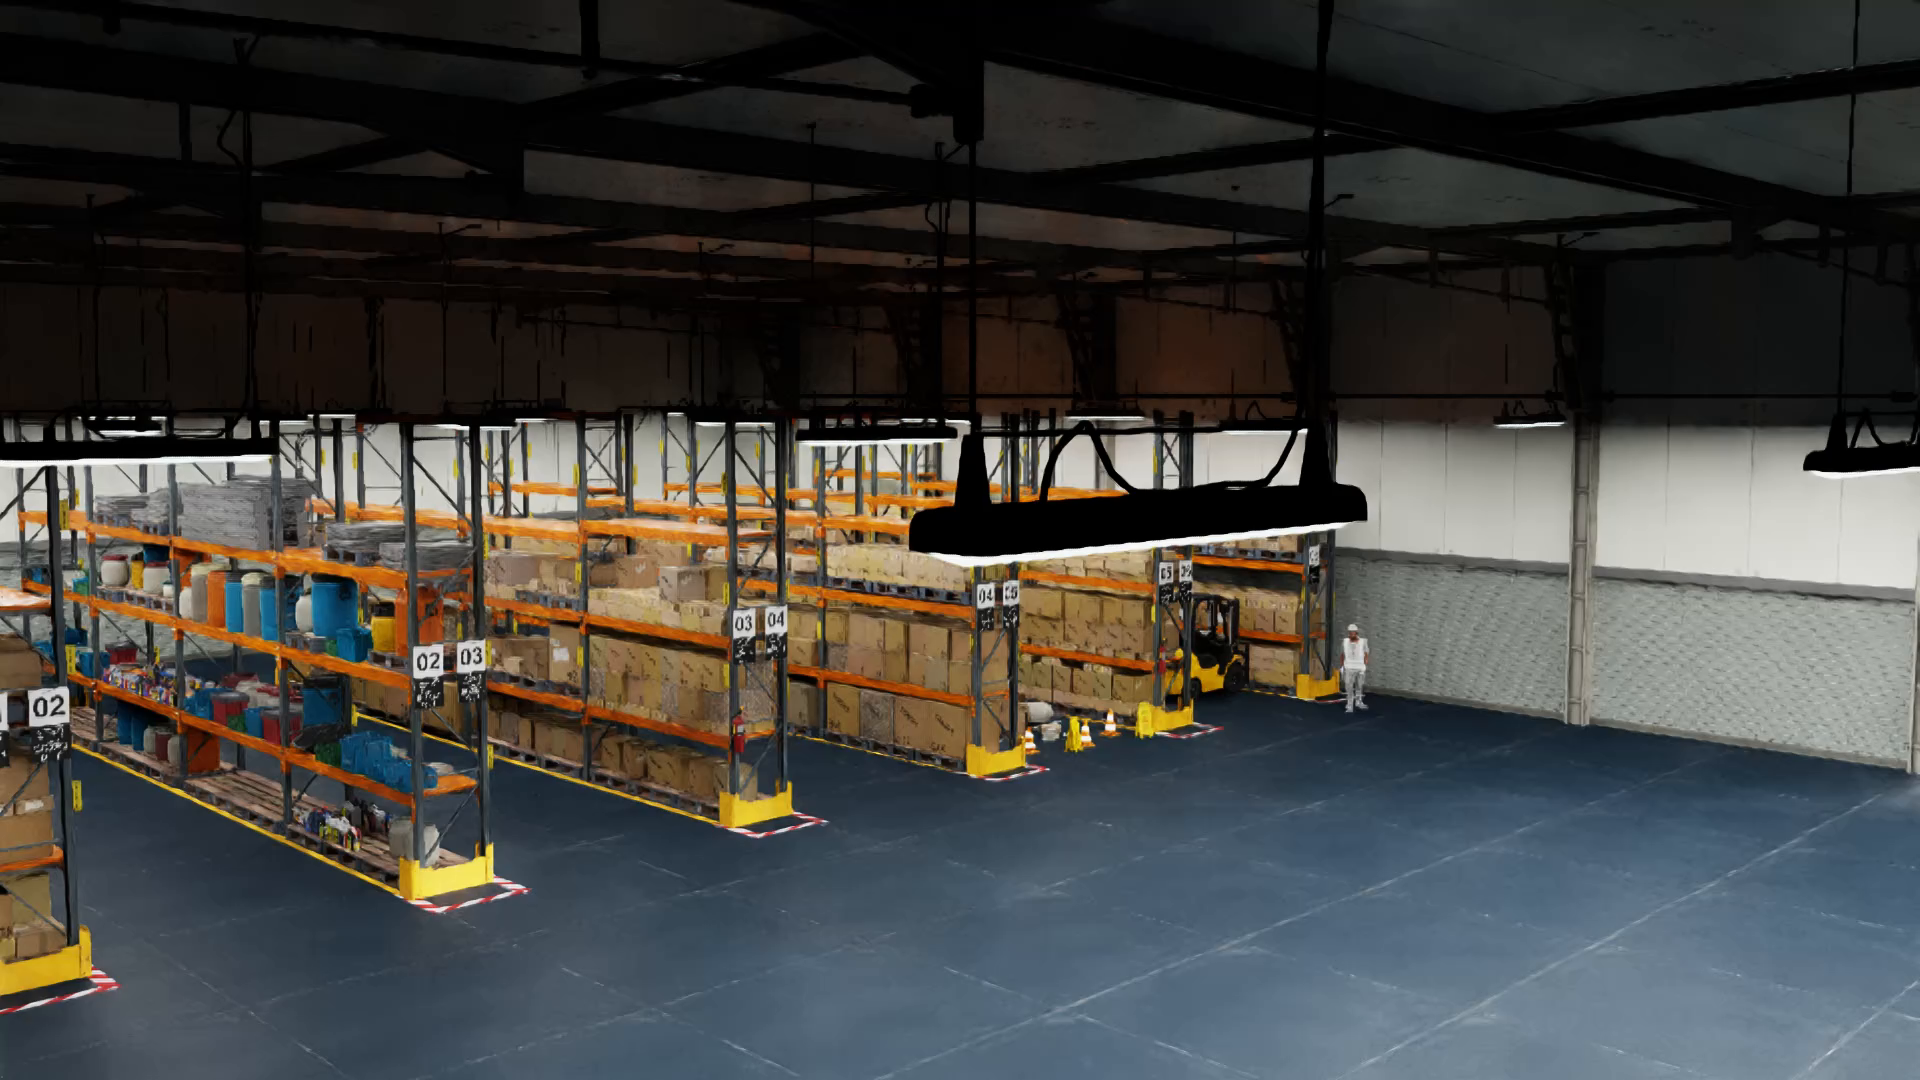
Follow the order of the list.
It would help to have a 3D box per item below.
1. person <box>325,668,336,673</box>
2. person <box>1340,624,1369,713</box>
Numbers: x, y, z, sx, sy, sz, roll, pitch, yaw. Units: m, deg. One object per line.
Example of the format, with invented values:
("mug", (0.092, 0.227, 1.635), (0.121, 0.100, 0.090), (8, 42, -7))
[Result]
("person", (-10.963, 2.975, 28.936), (0.718, 1.704, 0.846), (-4, 6, -40))
("person", (7.900, 2.562, 33.307), (0.567, 1.783, 0.714), (2, 5, 17))
